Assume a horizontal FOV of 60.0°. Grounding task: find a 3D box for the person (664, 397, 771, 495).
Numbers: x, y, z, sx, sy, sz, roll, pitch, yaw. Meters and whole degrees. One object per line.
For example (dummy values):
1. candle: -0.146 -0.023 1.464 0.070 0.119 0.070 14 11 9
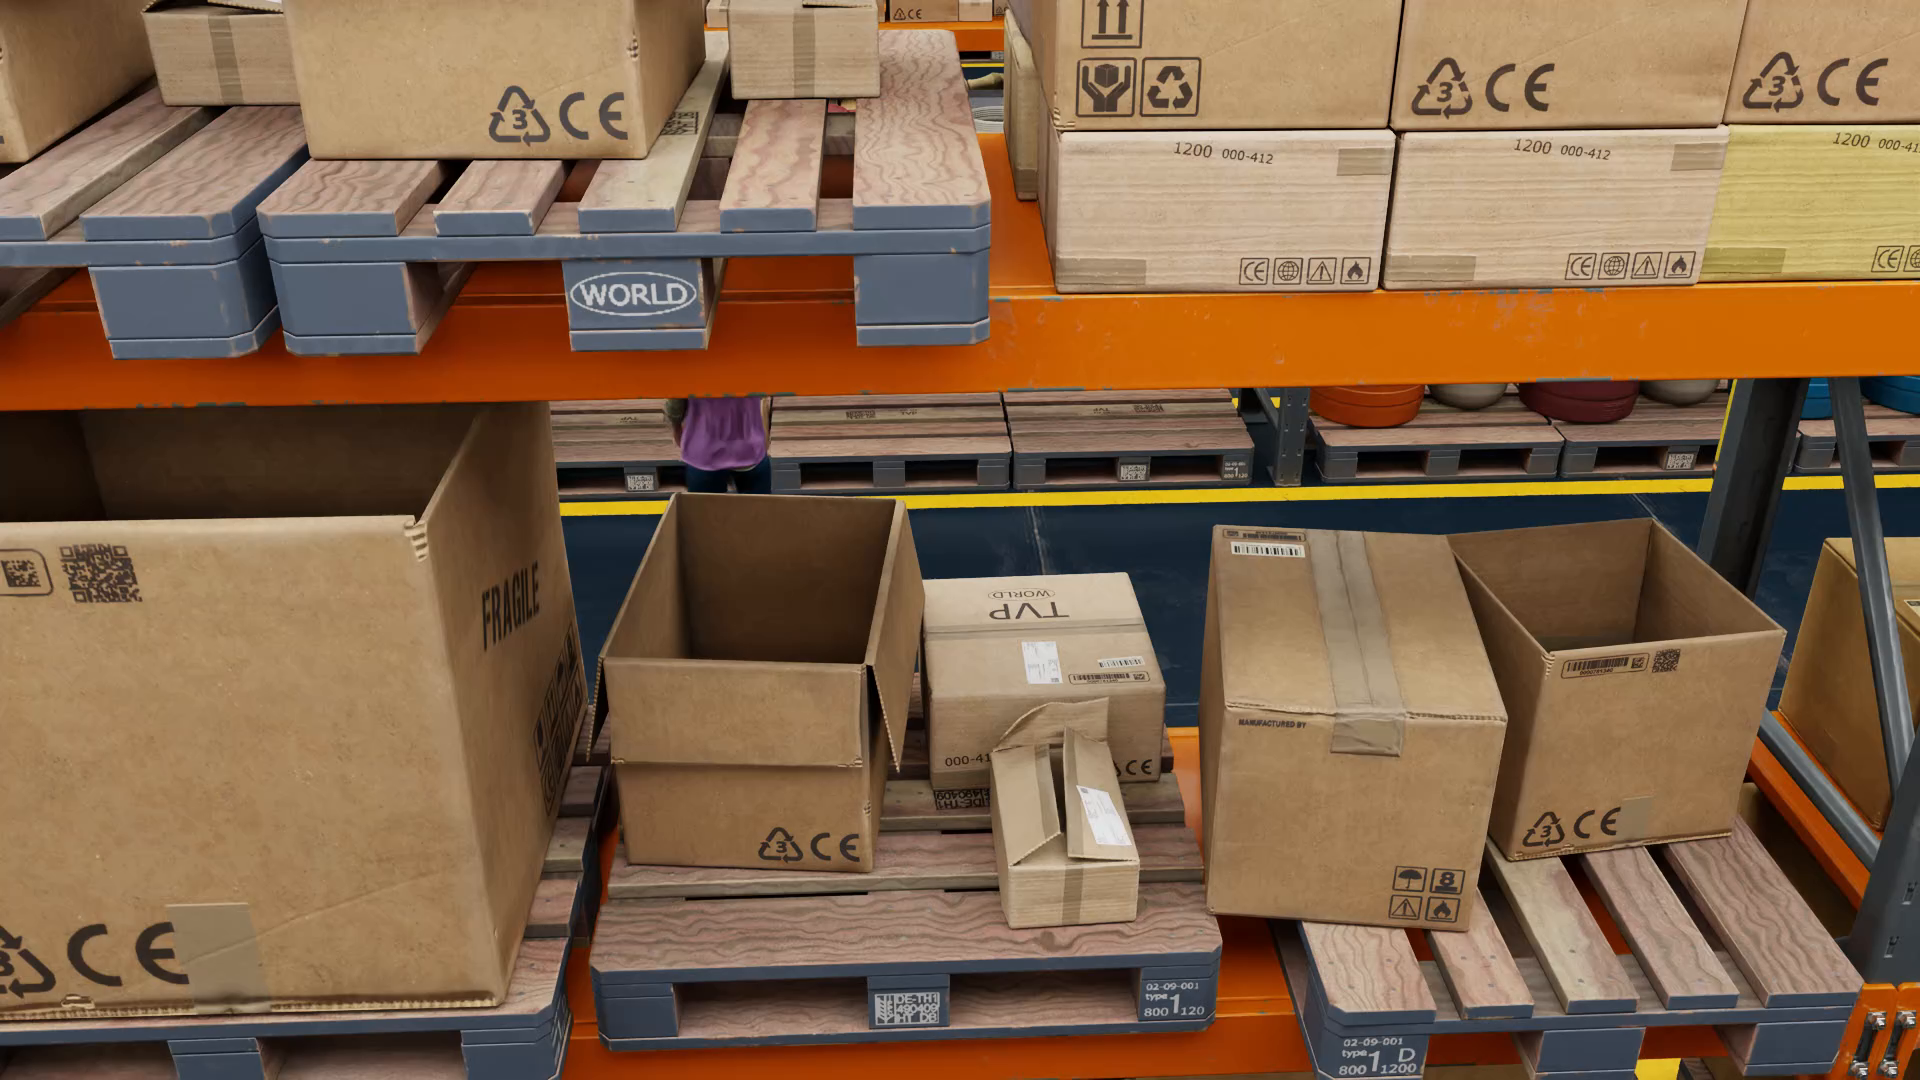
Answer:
1. person: -0.956 -0.360 6.798 0.478 1.600 0.437 -11 30 -20
